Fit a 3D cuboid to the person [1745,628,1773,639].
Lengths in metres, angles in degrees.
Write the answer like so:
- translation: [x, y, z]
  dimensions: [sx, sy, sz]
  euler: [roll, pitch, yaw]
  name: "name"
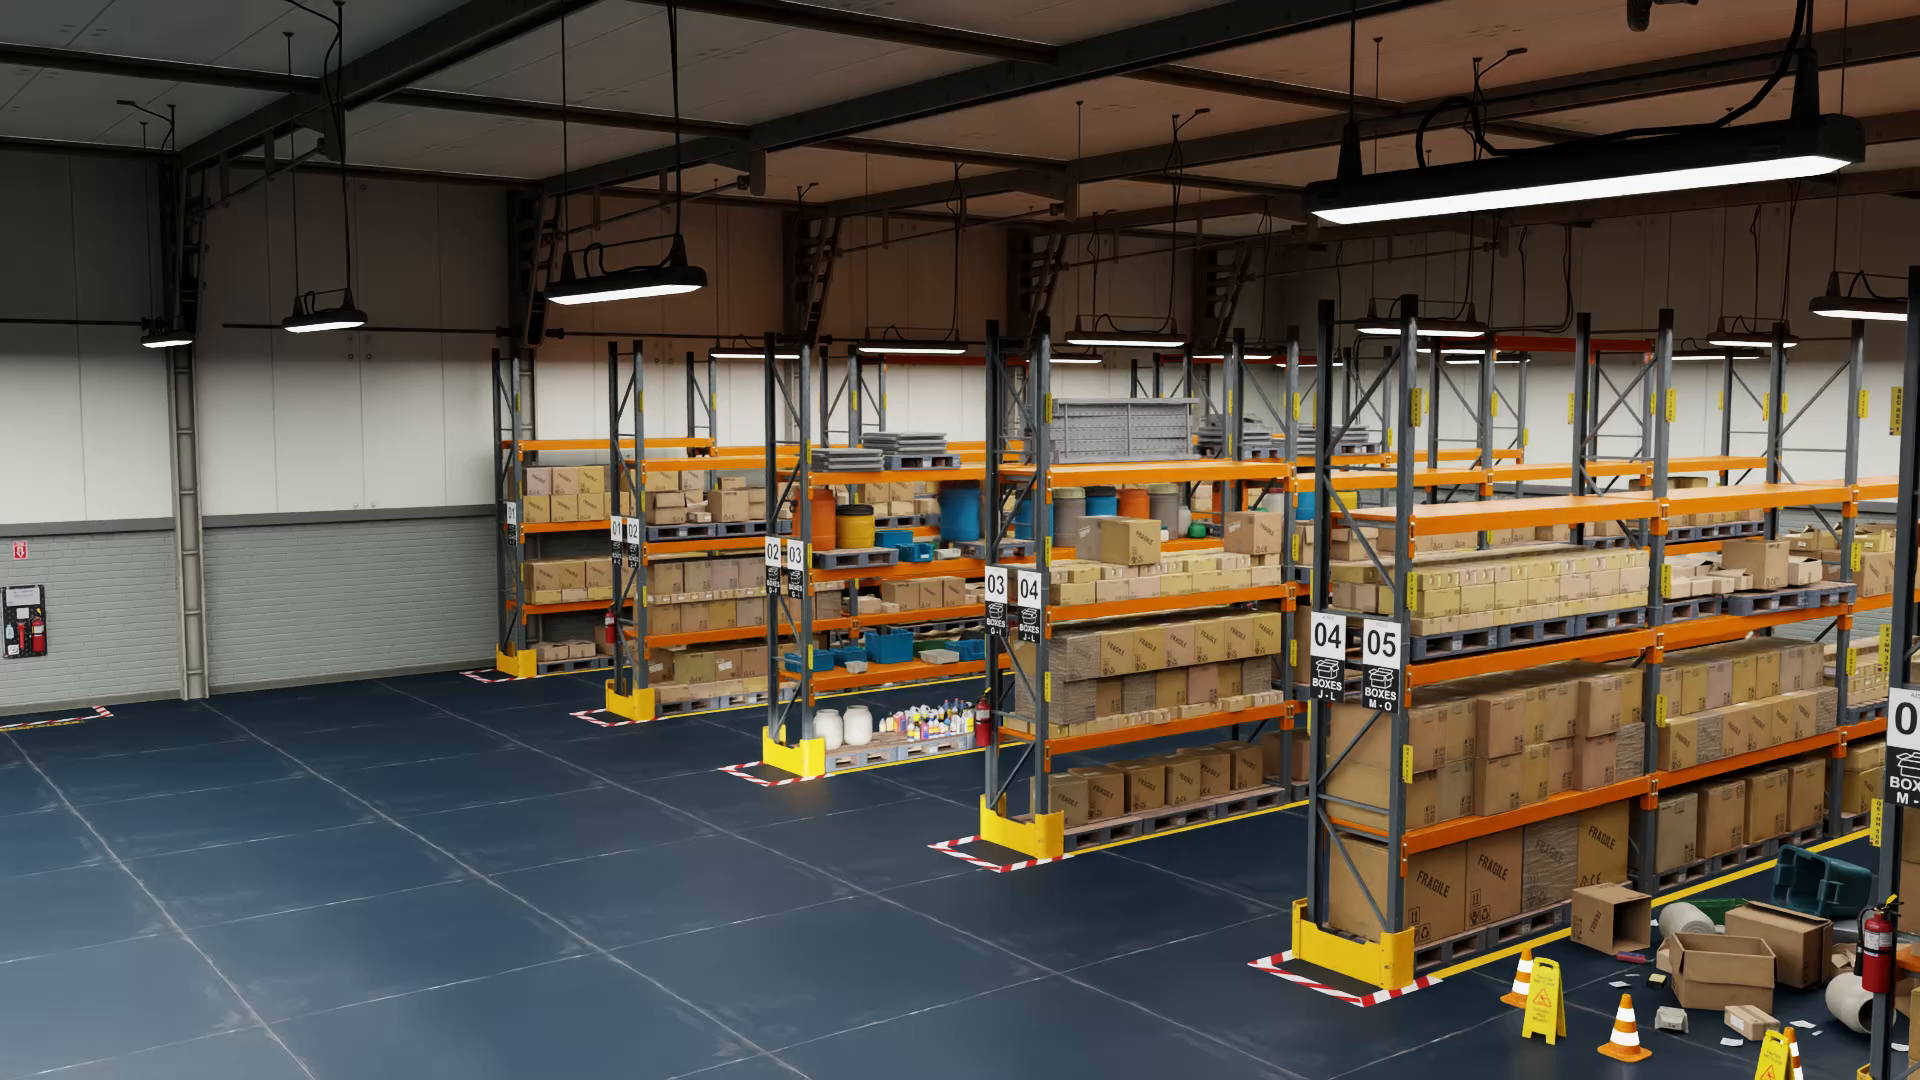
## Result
- translation: [12.259, 2.015, 25.657]
  dimensions: [1.050, 1.721, 0.560]
  euler: [-4, 7, -41]
  name: "person"
